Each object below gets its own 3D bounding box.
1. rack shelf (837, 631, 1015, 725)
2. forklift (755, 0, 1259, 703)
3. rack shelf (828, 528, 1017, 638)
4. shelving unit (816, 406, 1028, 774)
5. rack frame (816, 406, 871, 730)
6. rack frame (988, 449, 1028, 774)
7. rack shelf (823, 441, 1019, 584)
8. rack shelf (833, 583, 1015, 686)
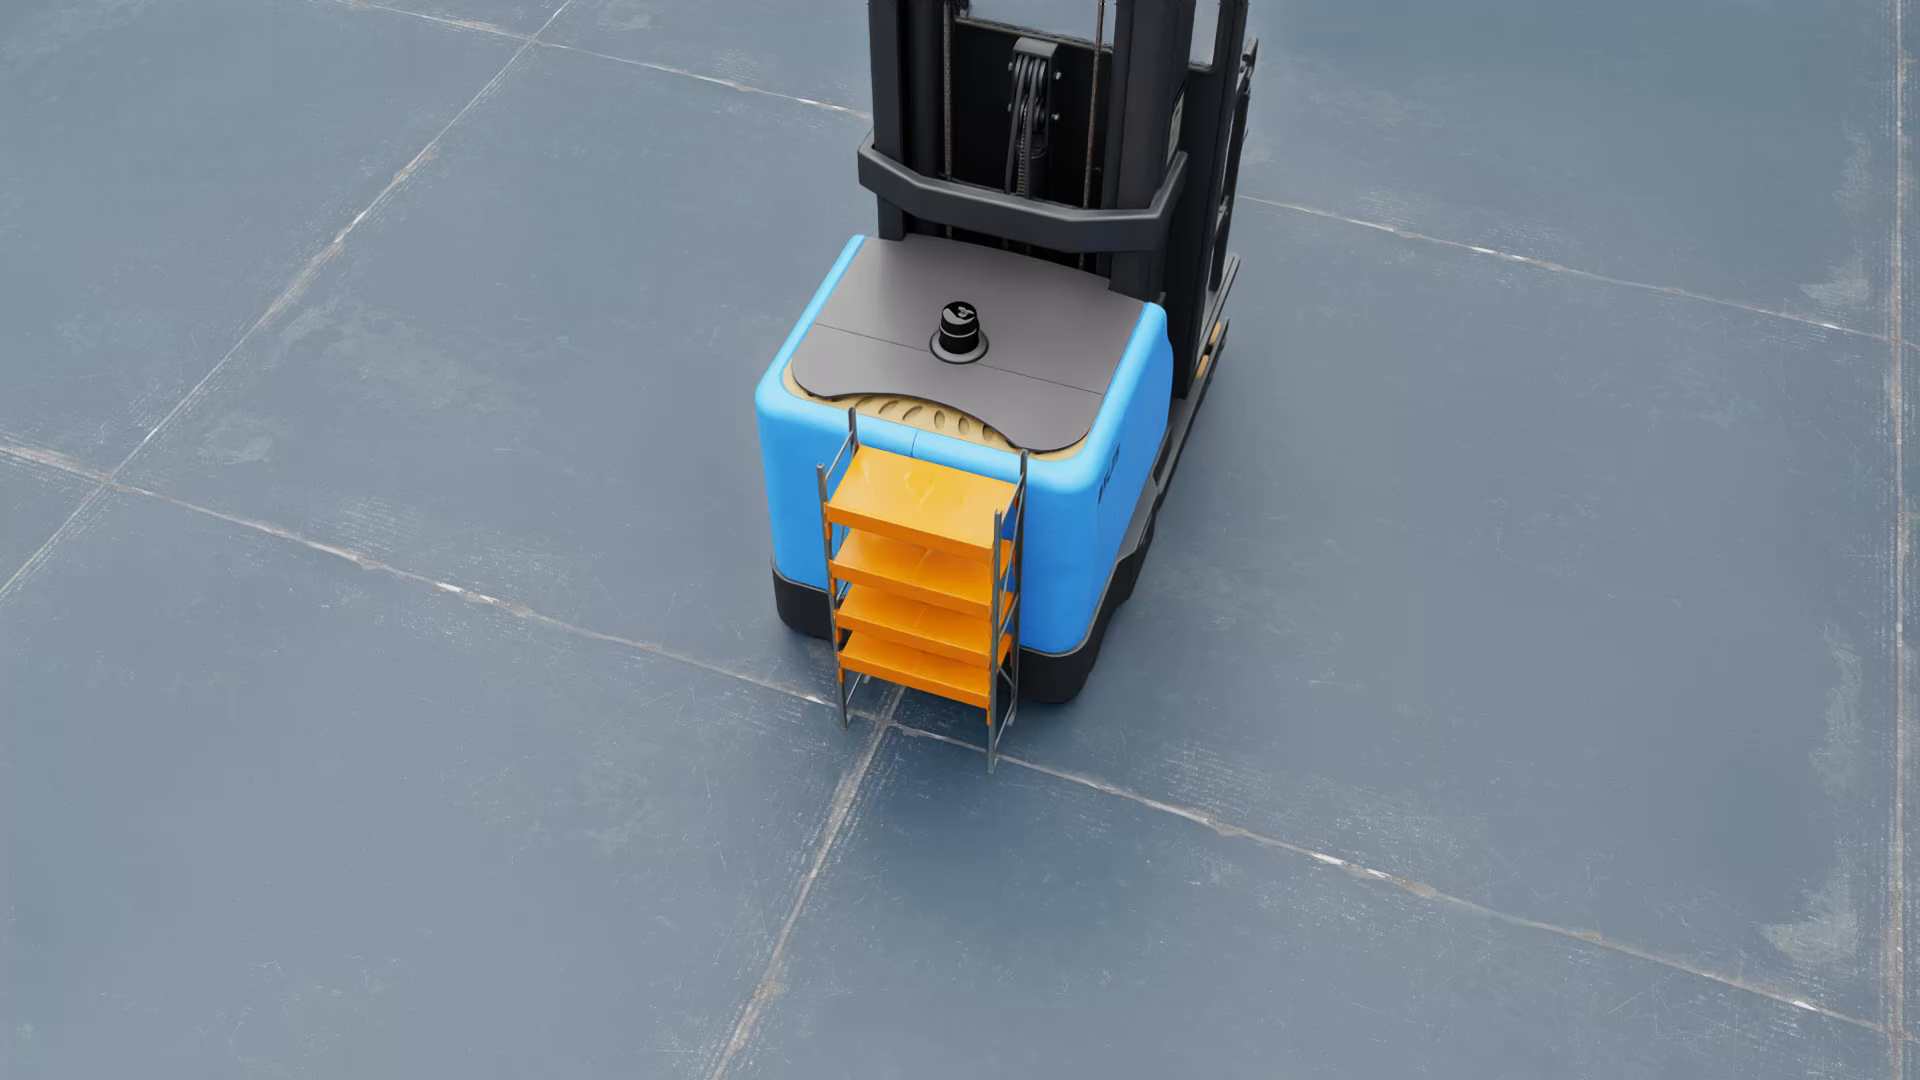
[{"bbox_3d":[-0.097,0.354,5.001,0.480,0.148,0.258,15,51,13],"label":"rack shelf"},{"bbox_3d":[0.377,-1.591,5.189,1.130,2.935,3.031,15,51,13],"label":"forklift"},{"bbox_3d":[-0.097,0.077,4.682,0.480,0.148,0.258,15,51,13],"label":"rack shelf"},{"bbox_3d":[-0.097,0.180,4.800,0.503,1.200,0.258,15,51,13],"label":"shelving unit"},{"bbox_3d":[-0.328,0.119,4.853,0.015,1.200,0.240,15,51,13],"label":"rack frame"},{"bbox_3d":[0.133,0.241,4.747,0.015,1.200,0.240,15,51,13],"label":"rack frame"},{"bbox_3d":[-0.097,-0.078,4.503,0.480,0.148,0.258,15,51,13],"label":"rack shelf"},{"bbox_3d":[-0.097,0.224,4.851,0.480,0.148,0.258,15,51,13],"label":"rack shelf"}]
